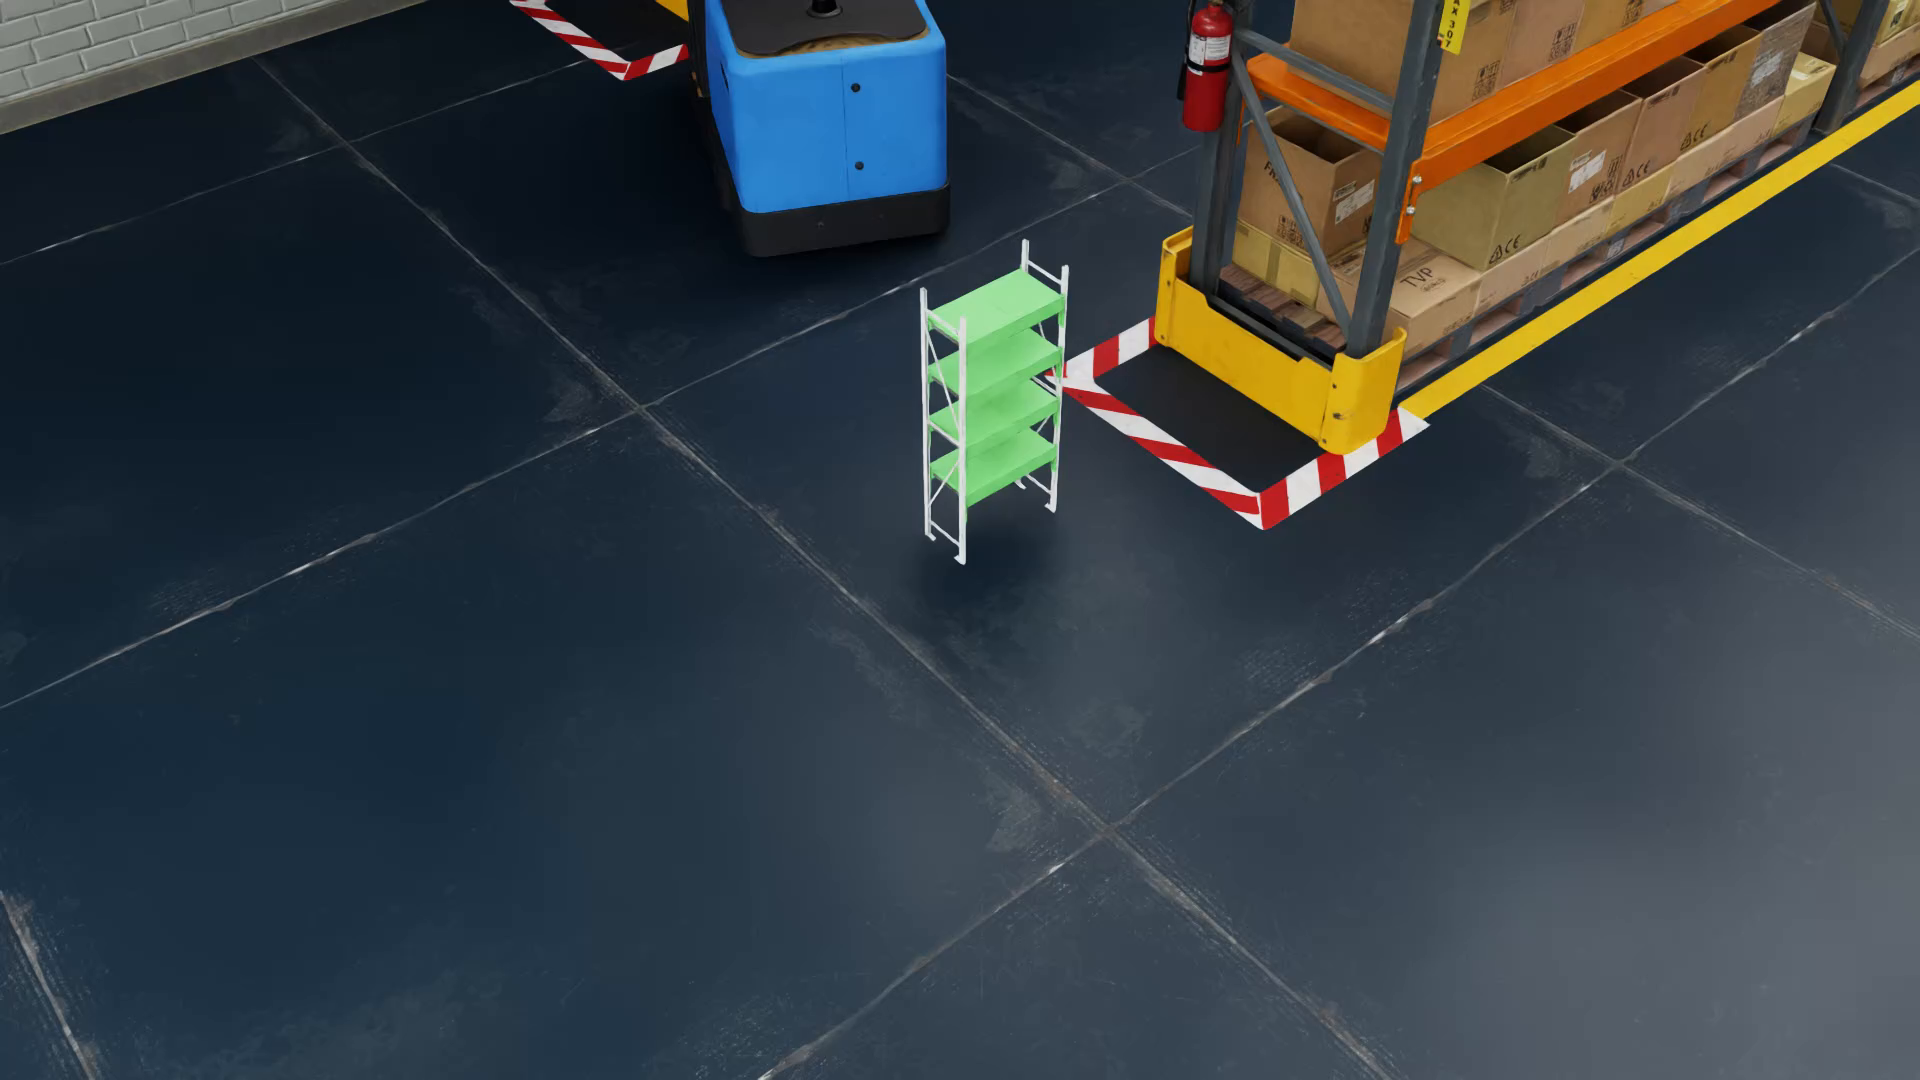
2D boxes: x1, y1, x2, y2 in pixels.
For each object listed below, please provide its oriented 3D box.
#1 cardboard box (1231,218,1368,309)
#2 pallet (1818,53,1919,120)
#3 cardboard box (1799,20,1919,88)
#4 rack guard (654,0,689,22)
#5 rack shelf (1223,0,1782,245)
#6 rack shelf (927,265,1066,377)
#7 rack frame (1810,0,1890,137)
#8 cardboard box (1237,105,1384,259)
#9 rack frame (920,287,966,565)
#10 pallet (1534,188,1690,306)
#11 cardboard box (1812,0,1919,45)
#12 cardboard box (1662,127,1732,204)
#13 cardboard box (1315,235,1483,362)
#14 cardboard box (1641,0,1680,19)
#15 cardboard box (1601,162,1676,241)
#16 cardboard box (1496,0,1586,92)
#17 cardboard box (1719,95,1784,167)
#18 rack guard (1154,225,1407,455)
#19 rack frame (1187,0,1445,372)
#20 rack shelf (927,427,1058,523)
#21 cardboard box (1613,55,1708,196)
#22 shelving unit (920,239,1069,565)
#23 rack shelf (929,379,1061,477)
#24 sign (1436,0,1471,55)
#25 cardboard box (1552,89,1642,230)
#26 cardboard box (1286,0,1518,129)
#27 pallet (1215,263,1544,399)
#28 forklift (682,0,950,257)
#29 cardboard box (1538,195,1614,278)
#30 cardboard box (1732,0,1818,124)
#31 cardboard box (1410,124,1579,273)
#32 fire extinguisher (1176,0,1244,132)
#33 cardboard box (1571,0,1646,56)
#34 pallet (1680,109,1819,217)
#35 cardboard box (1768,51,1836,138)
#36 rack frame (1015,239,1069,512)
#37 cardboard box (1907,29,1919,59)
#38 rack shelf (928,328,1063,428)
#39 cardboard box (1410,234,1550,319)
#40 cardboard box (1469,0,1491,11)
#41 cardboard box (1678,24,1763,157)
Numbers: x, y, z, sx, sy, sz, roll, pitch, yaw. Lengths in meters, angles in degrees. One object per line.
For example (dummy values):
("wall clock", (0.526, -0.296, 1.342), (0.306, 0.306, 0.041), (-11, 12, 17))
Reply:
("cardboard box", (1.625, -1.373, 7.723), (0.500, 0.250, 0.500), (-30, 51, -28))
("pallet", (5.011, -2.916, 9.701), (1.213, 0.211, 1.003), (-30, 51, -28))
("cardboard box", (4.939, -2.787, 9.228), (0.500, 0.250, 0.500), (-31, 51, -29))
("rack guard", (-1.720, -3.554, 10.169), (0.348, 0.500, 1.175), (-30, 51, -28))
("rack shelf", (2.937, -2.448, 7.691), (4.000, 0.370, 1.077), (-30, 51, -28))
("rack shelf", (0.127, -0.813, 6.132), (0.480, 0.148, 0.258), (-30, 51, -28))
("rack frame", (4.471, -3.589, 8.380), (0.127, 3.000, 1.000), (-30, 51, -28))
("cardboard box", (1.623, -1.648, 7.467), (0.500, 0.500, 0.500), (-30, 51, -28))
("rack frame", (-0.060, -0.403, 6.303), (0.015, 1.200, 0.240), (-30, 51, -28))
("pallet", (2.898, -1.706, 8.413), (1.213, 0.211, 1.003), (-30, 51, -28))
("cardboard box", (4.948, -2.995, 9.040), (0.500, 0.311, 0.500), (-30, 51, -28))
("cardboard box", (3.492, -1.979, 8.368), (0.500, 0.250, 0.500), (-30, 51, -28))
("cardboard box", (1.957, -1.101, 7.433), (0.500, 0.250, 0.500), (-30, 51, -28))
("cardboard box", (2.955, -2.748, 7.412), (0.500, 0.500, 0.700), (-28, 50, -27))
("cardboard box", (3.109, -1.759, 8.134), (0.500, 0.250, 0.500), (-30, 51, -28))
("cardboard box", (2.169, -2.300, 6.935), (0.500, 0.500, 0.700), (-28, 50, -27))
("cardboard box", (3.866, -2.207, 8.610), (0.500, 0.250, 0.500), (-30, 51, -28))
("rack guard", (1.384, -0.910, 7.354), (0.348, 0.500, 1.175), (-30, 51, -28))
("rack frame", (1.403, -1.832, 6.509), (0.127, 3.000, 1.000), (-30, 51, -28))
("rack shelf", (0.127, -0.289, 6.625), (0.480, 0.148, 0.258), (-30, 51, -28))
("cardboard box", (3.109, -2.032, 7.877), (0.500, 0.500, 0.500), (-30, 51, -28))
("shelving unit", (0.127, -0.510, 6.417), (0.503, 1.200, 0.258), (-30, 51, -28))
("rack shelf", (0.127, -0.463, 6.460), (0.480, 0.148, 0.258), (-30, 51, -28))
("sign", (1.754, -1.882, 5.873), (0.005, 0.325, 0.100), (-30, 51, -28))
("cardboard box", (2.715, -1.822, 7.653), (0.500, 0.500, 0.500), (-30, 51, -28))
("cardboard box", (1.769, -2.067, 6.686), (0.500, 0.500, 0.700), (-30, 51, -28))
("pallet", (1.963, -1.173, 7.845), (1.213, 0.211, 1.003), (-30, 51, -28))
("forklift", (-0.914, -3.474, 8.308), (1.130, 2.935, 3.031), (-10, 44, -11))
("cardboard box", (2.722, -1.542, 7.903), (0.500, 0.250, 0.500), (-30, 51, -28))
("cardboard box", (3.865, -2.481, 8.355), (0.500, 0.500, 0.500), (-30, 51, -28))
("cardboard box", (2.339, -1.595, 7.412), (0.500, 0.500, 0.500), (-30, 51, -28))
("fire extinguisher", (1.014, -1.996, 6.740), (0.183, 0.674, 0.296), (-30, 51, -28))
("cardboard box", (2.554, -2.515, 7.164), (0.500, 0.500, 0.700), (-29, 51, -28))
("pallet", (3.834, -2.245, 8.986), (1.213, 0.211, 1.003), (-30, 51, -28))
("cardboard box", (4.256, -2.421, 8.839), (0.500, 0.250, 0.500), (-30, 51, -28))
("rack frame", (0.314, -0.617, 6.531), (0.015, 1.200, 0.240), (-30, 51, -28))
("cardboard box", (5.332, -3.010, 9.466), (0.500, 0.250, 0.500), (-29, 50, -27))
("rack shelf", (0.127, -0.638, 6.296), (0.480, 0.148, 0.258), (-30, 51, -28))
("cardboard box", (2.338, -1.323, 7.669), (0.500, 0.250, 0.500), (-30, 51, -28))
("cardboard box", (1.842, -2.164, 6.316), (0.250, 0.149, 0.380), (-30, 51, -28))
("cardboard box", (3.484, -2.259, 8.119), (0.500, 0.500, 0.500), (-30, 51, -28))
